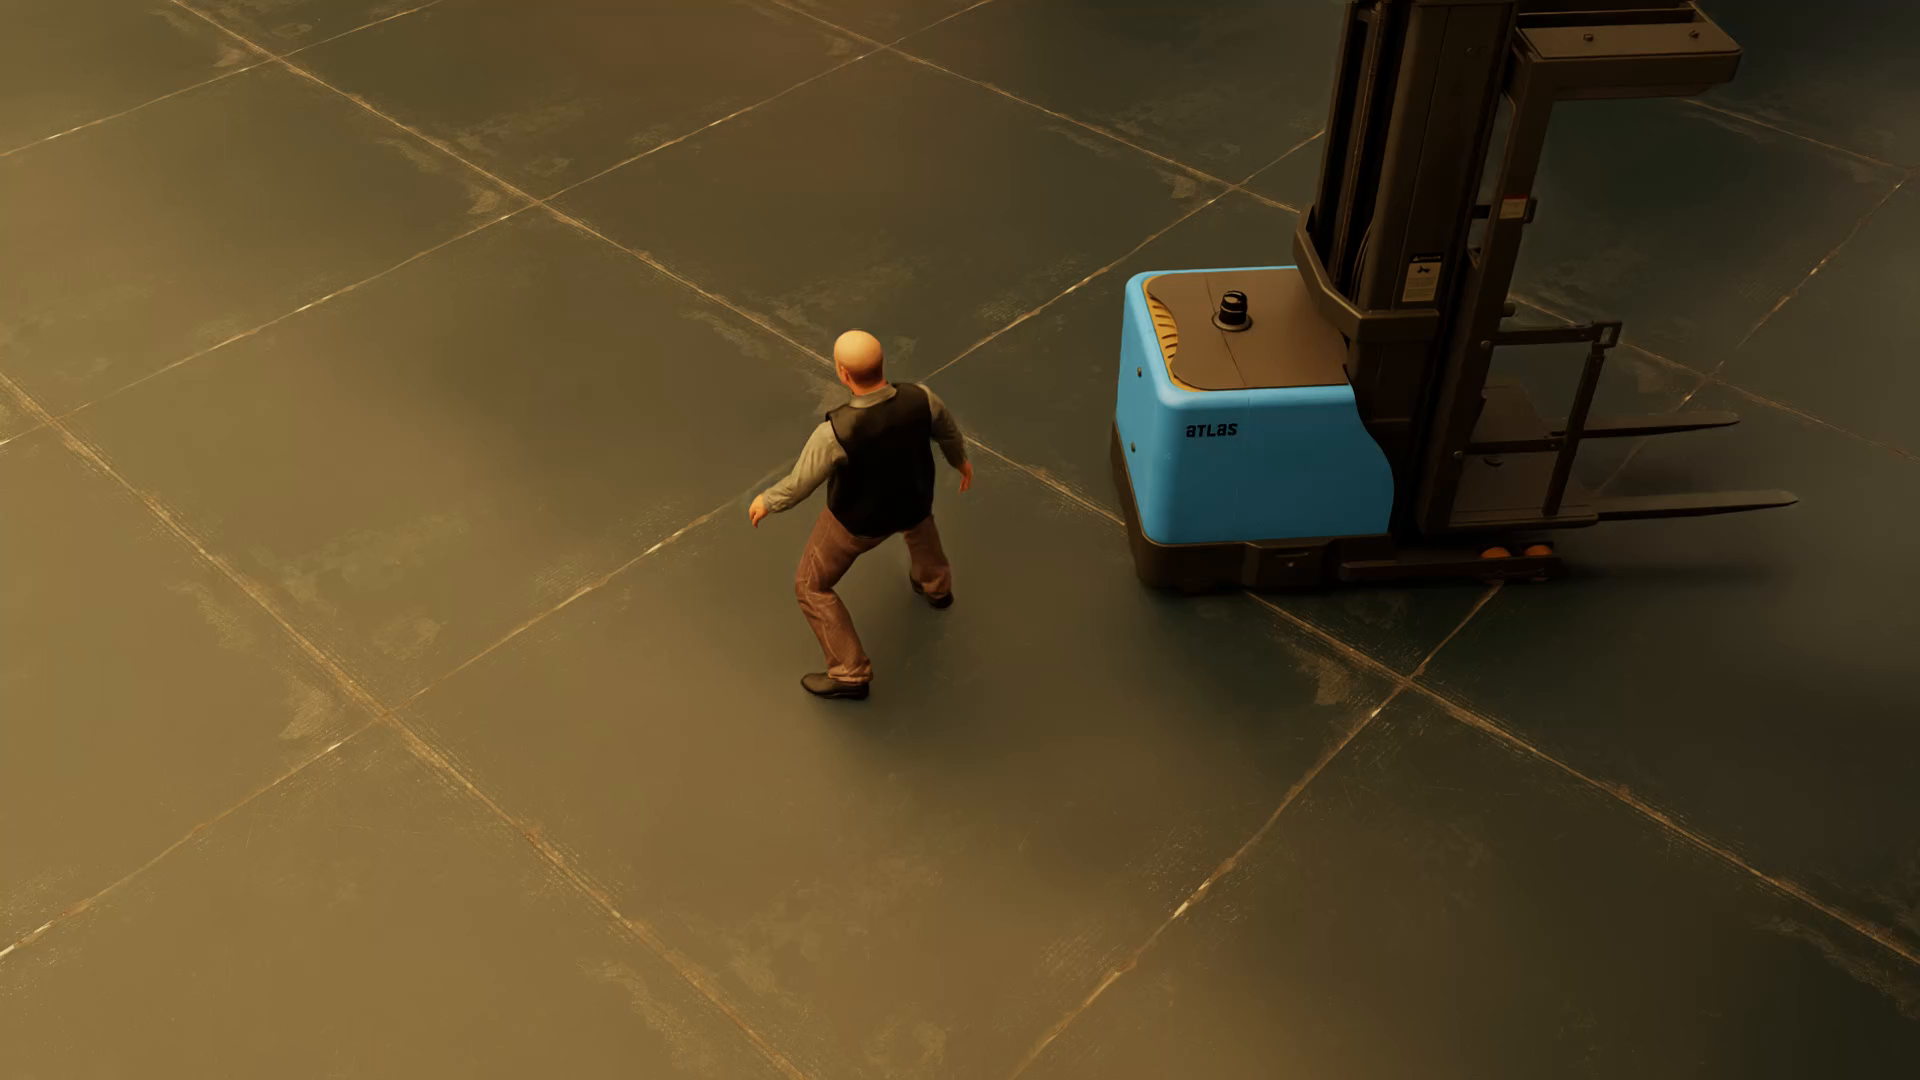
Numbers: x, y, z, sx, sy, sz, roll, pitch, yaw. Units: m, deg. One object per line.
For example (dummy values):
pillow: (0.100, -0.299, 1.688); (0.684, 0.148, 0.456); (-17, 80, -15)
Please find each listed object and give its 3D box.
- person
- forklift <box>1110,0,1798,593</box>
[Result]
person: (-0.365, -0.181, 6.685); (0.927, 1.607, 0.636); (-19, 44, -20)
forklift: (2.269, -1.260, 6.897); (3.031, 2.935, 1.130); (-3, 41, -3)
